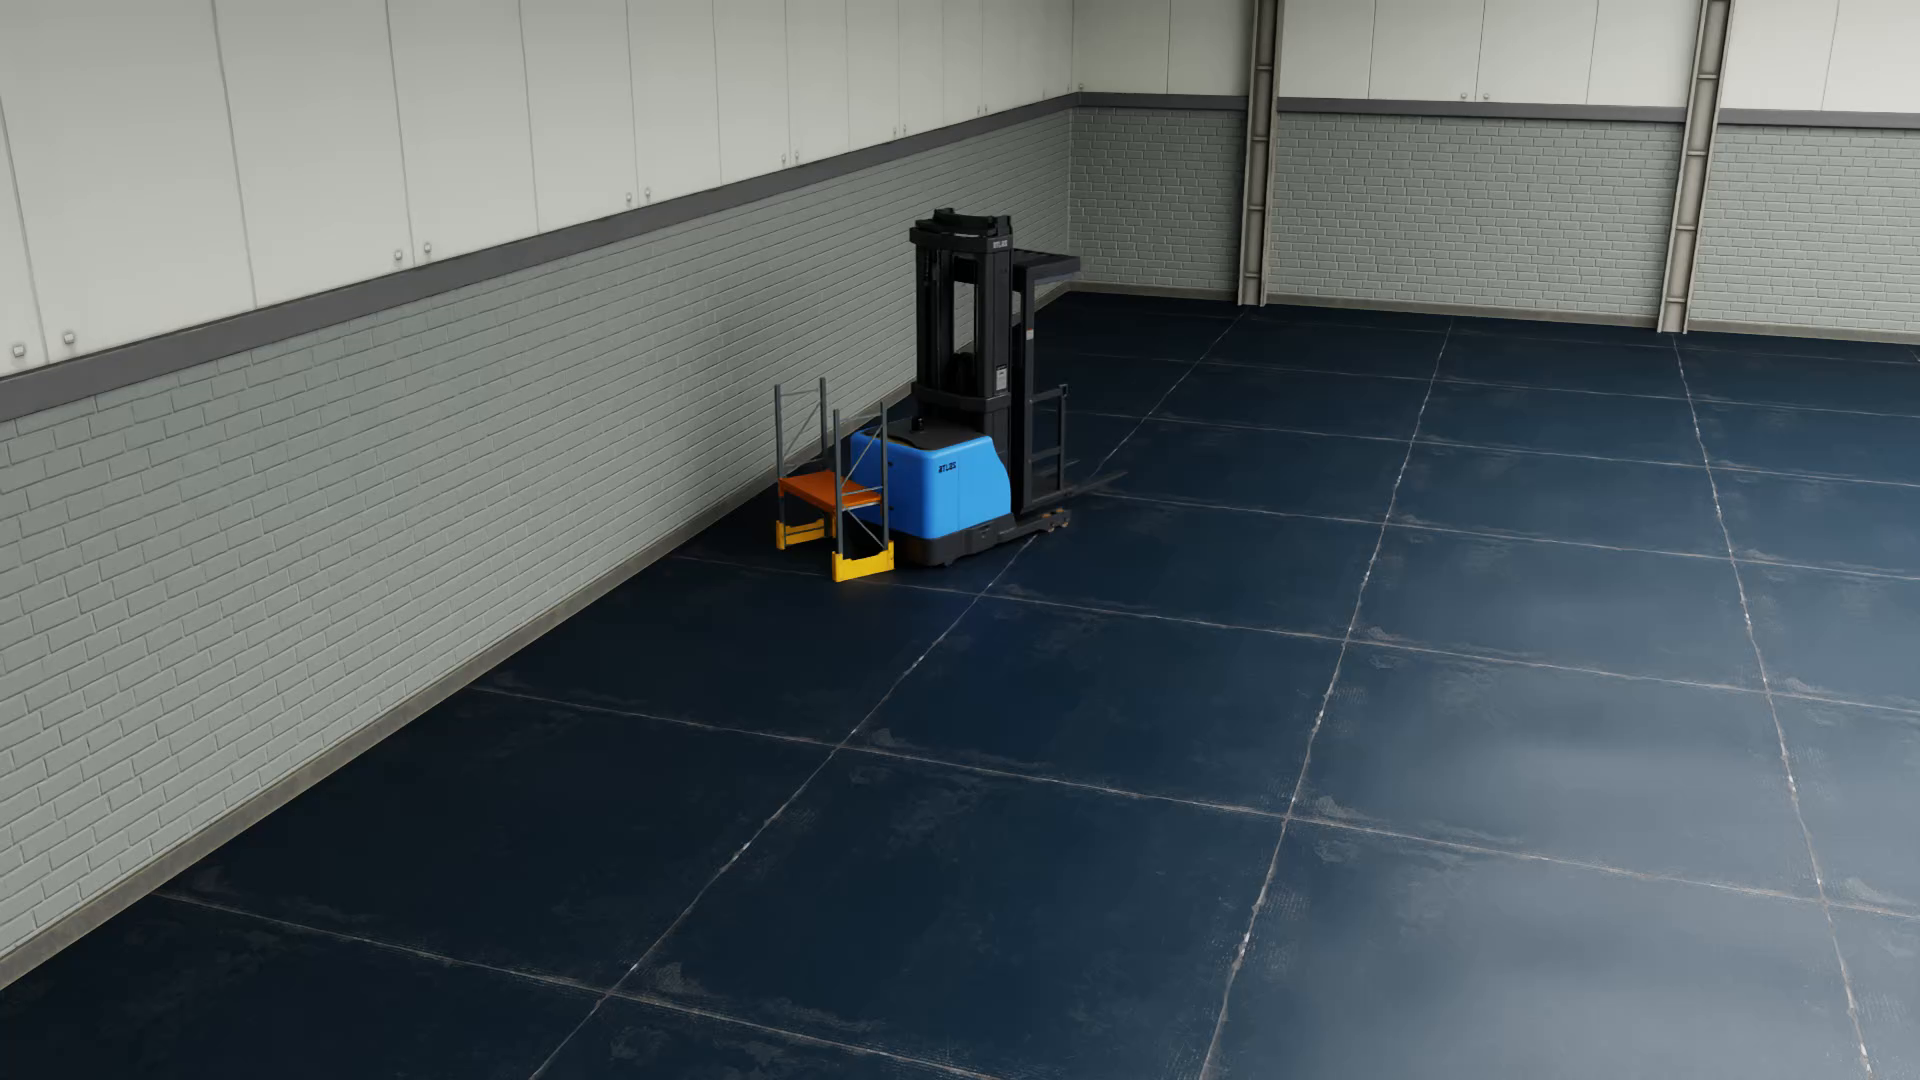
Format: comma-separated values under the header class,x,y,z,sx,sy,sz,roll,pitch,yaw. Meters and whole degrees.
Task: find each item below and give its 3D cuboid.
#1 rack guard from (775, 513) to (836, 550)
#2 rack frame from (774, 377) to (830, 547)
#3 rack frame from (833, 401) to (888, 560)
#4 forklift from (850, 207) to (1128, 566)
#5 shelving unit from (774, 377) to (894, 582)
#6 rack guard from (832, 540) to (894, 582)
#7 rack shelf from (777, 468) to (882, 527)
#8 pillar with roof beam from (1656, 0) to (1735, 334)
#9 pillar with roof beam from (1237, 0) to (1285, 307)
class,x,y,z,sx,sy,sz,roll,pitch,yaw
rack guard,-1.398,-0.094,15.079,0.587,0.250,0.087,-13,23,-32
rack frame,-1.409,-0.689,14.889,0.500,1.500,0.032,-13,23,-32
rack frame,-0.834,-0.413,14.097,0.500,1.500,0.032,-13,23,-32
forklift,0.389,-1.561,15.217,1.130,2.935,3.031,17,25,40
shelving unit,-1.116,-0.549,14.486,0.587,1.500,1.083,-13,23,-32
rack guard,-0.834,0.177,14.304,0.587,0.250,0.087,-13,23,-32
rack shelf,-1.121,-0.381,14.552,0.538,0.185,1.000,-13,23,-32
pillar with roof beam,8.755,-5.903,18.454,0.400,9.000,9.100,7,20,18
pillar with roof beam,3.087,-6.551,20.313,0.400,9.000,9.100,7,20,18
